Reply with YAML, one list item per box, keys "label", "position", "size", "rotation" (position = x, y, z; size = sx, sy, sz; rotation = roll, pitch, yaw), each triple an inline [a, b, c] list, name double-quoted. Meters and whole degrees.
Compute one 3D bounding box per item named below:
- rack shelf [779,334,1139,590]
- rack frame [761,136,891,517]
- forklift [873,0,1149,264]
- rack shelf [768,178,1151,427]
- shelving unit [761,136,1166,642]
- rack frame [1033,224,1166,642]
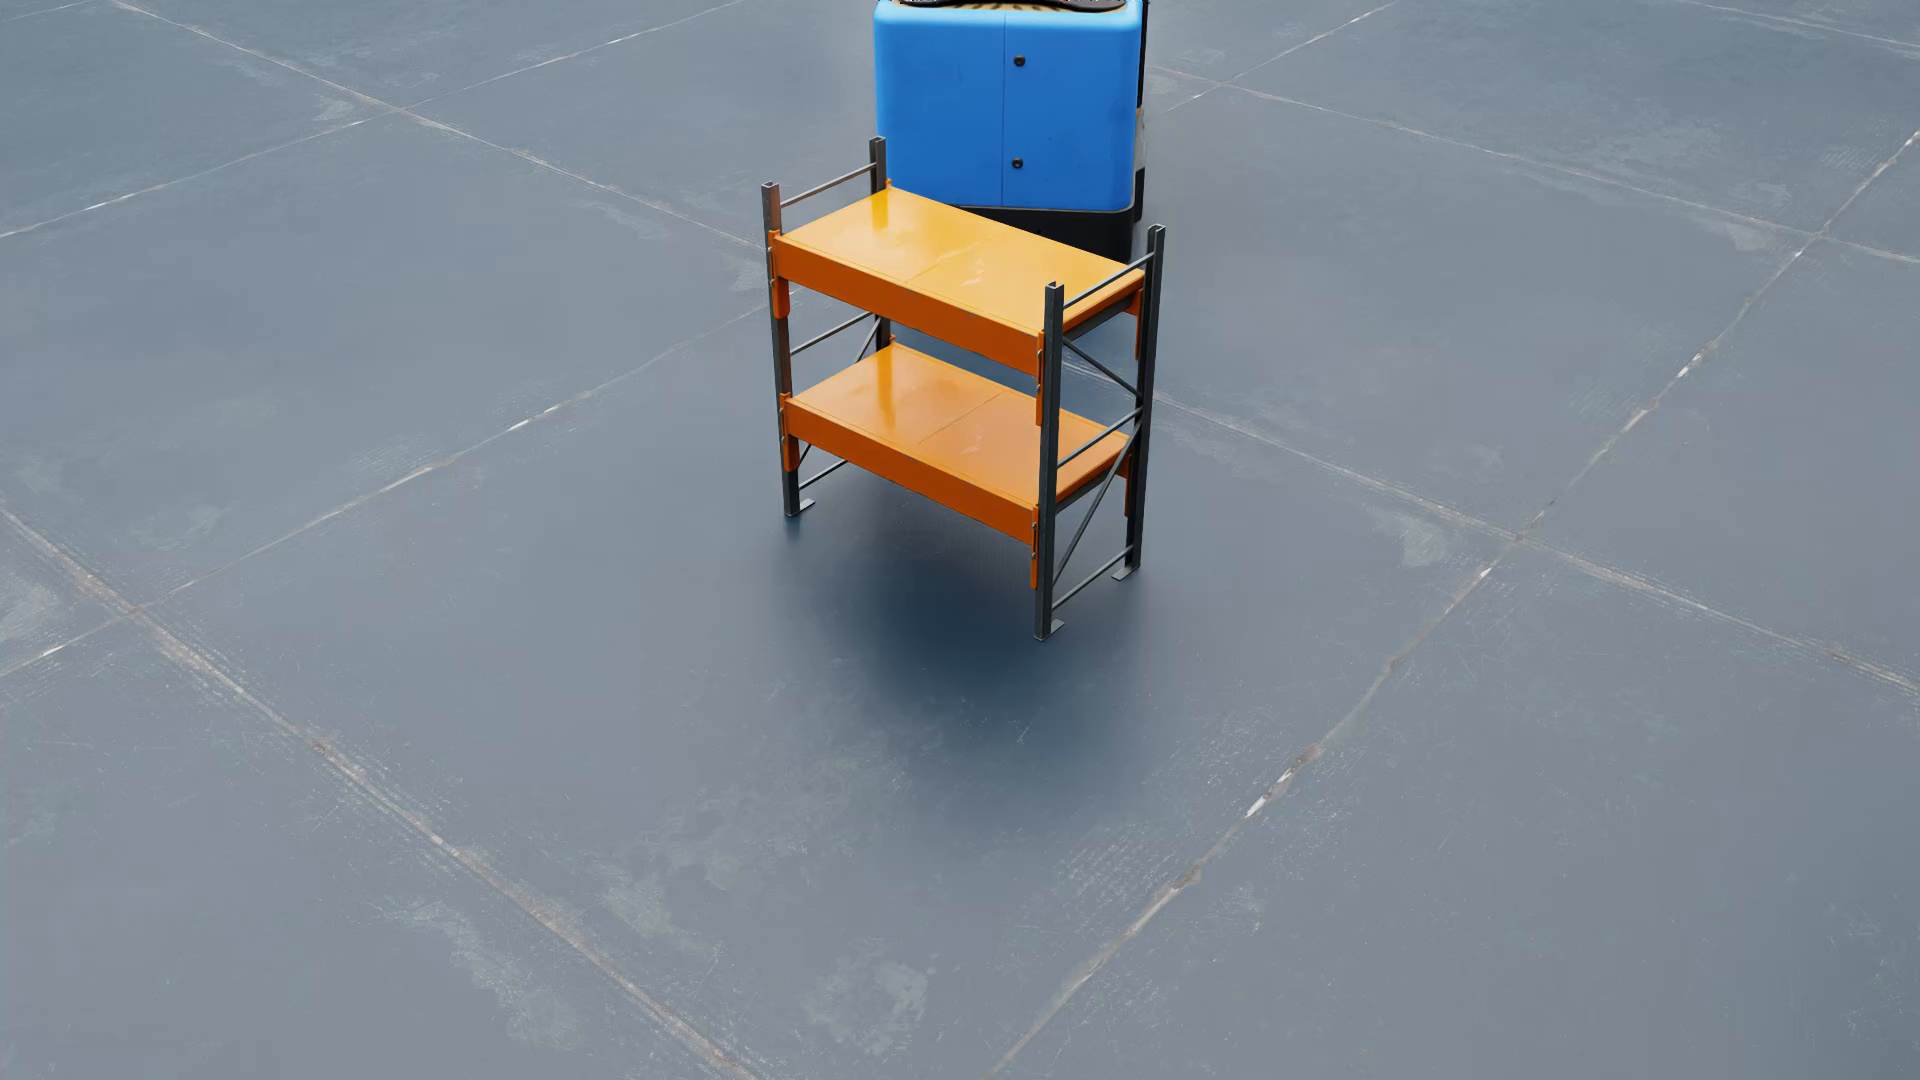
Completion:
- label: "rack shelf"
  position: [-0.005, -0.265, 5.074]
  size: [1.000, 0.278, 0.538]
  rotation: [25, 42, 32]
- label: "rack frame"
  position: [-0.396, -0.650, 5.203]
  size: [0.032, 1.125, 0.500]
  rotation: [25, 42, 32]
- label: "forklift"
  position: [0.322, -3.127, 7.215]
  size: [1.130, 2.935, 3.031]
  rotation: [3, 35, 5]
- label: "rack shelf"
  position: [-0.005, -0.707, 4.769]
  size: [1.000, 0.278, 0.538]
  rotation: [25, 42, 32]
- label: "shelving unit"
  position: [-0.005, -0.466, 4.935]
  size: [1.048, 1.125, 0.538]
  rotation: [25, 42, 32]
- label: "rack frame"
  position: [0.385, -0.282, 4.667]
  size: [0.032, 1.125, 0.500]
  rotation: [25, 42, 32]
